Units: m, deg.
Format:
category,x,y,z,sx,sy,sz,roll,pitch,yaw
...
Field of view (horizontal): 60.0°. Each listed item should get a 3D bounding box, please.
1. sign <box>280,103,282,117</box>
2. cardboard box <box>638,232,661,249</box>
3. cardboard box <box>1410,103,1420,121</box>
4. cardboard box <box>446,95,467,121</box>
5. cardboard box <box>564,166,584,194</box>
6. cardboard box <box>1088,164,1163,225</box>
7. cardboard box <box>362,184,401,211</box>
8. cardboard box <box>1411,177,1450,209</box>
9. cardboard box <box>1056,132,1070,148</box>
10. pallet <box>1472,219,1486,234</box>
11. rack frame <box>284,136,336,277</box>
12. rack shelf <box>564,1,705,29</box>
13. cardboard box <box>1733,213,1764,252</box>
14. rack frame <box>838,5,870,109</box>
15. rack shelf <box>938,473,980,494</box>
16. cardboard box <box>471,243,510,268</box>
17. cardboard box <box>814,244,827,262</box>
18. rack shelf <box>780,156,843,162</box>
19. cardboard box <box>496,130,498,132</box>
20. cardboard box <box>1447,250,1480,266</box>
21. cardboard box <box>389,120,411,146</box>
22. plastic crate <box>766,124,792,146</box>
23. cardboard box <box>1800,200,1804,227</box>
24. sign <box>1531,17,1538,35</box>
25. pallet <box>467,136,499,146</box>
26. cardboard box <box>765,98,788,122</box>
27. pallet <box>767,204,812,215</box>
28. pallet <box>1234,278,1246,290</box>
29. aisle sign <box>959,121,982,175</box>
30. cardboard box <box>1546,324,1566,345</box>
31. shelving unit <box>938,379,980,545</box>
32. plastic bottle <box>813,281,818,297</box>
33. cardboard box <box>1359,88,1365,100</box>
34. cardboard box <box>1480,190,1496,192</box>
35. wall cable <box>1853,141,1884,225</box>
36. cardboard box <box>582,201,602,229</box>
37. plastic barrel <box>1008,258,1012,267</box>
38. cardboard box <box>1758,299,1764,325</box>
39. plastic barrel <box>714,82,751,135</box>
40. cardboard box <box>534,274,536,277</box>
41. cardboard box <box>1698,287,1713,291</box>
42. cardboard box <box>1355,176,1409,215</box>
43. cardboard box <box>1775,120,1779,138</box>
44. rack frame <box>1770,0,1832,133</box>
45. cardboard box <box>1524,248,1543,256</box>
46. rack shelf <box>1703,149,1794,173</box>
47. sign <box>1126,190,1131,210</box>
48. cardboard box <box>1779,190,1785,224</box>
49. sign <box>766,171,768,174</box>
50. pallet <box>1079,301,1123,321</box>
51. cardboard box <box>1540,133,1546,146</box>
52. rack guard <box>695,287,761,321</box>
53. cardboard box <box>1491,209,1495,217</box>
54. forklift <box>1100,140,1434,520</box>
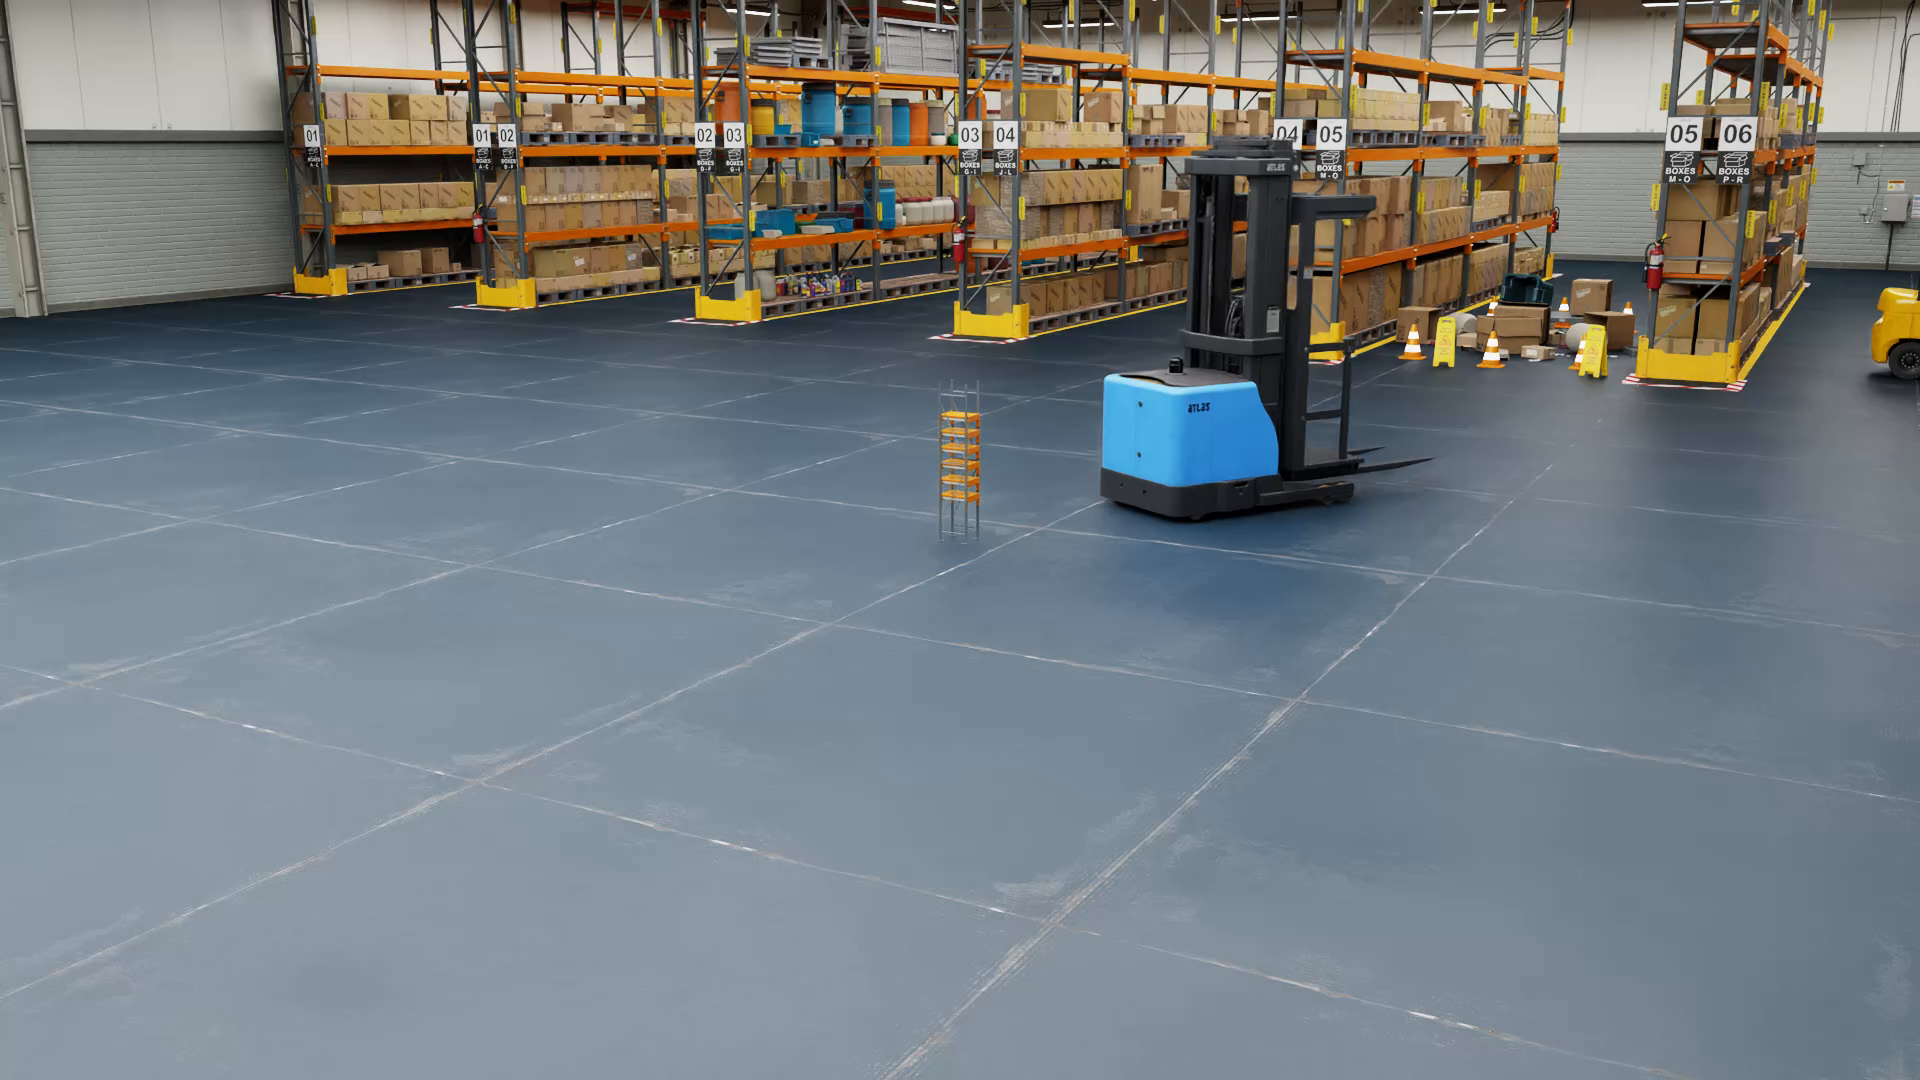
category,x,y,z,sx,sy,sz,roll,pitch,yaw
sign,-13.039,-8.240,32.022,0.100,0.325,0.005,7,15,28
cardboard box,-7.796,-7.400,40.517,0.750,0.750,0.750,7,15,28
cardboard box,6.659,-6.491,25.234,0.500,0.250,0.500,7,15,27
cardboard box,-10.634,-8.974,34.567,0.500,0.500,0.500,6,15,23
cardboard box,-7.470,-6.720,31.027,0.700,0.500,0.500,7,15,28
cardboard box,2.886,-6.064,29.111,1.000,1.000,1.000,7,15,28
cardboard box,-11.566,-6.855,33.245,0.500,0.500,0.500,7,15,26
cardboard box,7.891,-5.893,28.232,0.700,0.500,0.500,7,15,27
cardboard box,1.392,-6.263,26.032,0.500,0.250,0.500,7,15,28
pallet,8.857,-5.724,30.286,1.213,0.211,1.003,7,15,28
rack frame,-12.563,-6.284,32.200,1.000,3.000,0.127,7,15,28
rack shelf,-7.728,-12.518,39.702,1.077,0.370,4.000,7,15,28
cardboard box,10.568,-4.159,22.536,0.500,0.500,0.500,8,16,30
rack frame,-2.423,-11.102,39.384,1.000,3.000,0.127,7,15,28
rack shelf,-0.007,-0.420,12.419,0.258,0.103,0.180,7,15,28
cardboard box,-10.288,-6.256,36.479,0.700,0.500,0.500,8,16,30
cardboard box,-3.392,-6.635,38.050,0.500,0.500,0.500,7,15,27
rack shelf,-3.390,-8.884,38.118,1.077,0.370,4.000,7,15,28
cardboard box,-9.997,-8.953,36.165,0.500,0.311,0.500,8,16,30
cardboard box,9.151,-5.127,30.236,0.500,0.250,0.500,7,15,26
cardboard box,-11.403,-8.166,33.351,0.500,0.500,0.500,8,16,31
plastic crate,-3.232,-7.038,28.959,0.392,0.384,0.575,7,15,28
cardboard box,15.871,-6.259,31.882,0.500,0.500,0.500,7,15,28
sign,11.028,-9.866,31.924,0.100,0.325,0.005,7,15,28
pallet,-10.237,-8.586,35.750,1.213,0.211,1.003,7,15,28
cardboard box,-4.141,-9.447,36.571,0.500,0.500,0.500,7,15,28
pallet,-4.091,-7.419,37.315,1.213,0.211,1.003,7,15,28
pallet,5.351,-5.289,34.021,1.003,0.211,1.213,7,15,28
aisle sign,0.153,-5.886,25.000,0.394,0.787,0.004,7,15,28
cardboard box,8.782,-3.045,24.599,0.258,0.266,0.396,-3,14,-11
shelving unit,-0.007,-0.580,12.381,0.258,1.200,0.189,7,15,28
plastic bottle,-2.575,-4.456,29.500,0.097,0.271,0.097,0,14,0
cardboard box,5.301,-6.078,22.670,0.380,0.149,0.250,7,15,28
cardboard box,10.526,-6.804,33.509,0.500,0.500,0.500,7,15,28
wall cable,20.808,-8.255,38.209,0.588,1.984,0.122,7,15,28
cardboard box,-7.242,-6.185,31.573,0.700,0.500,0.500,8,16,30
plastic barrel,0.939,-6.258,36.502,0.421,0.512,0.421,0,14,0
cardboard box,11.650,-3.481,25.283,0.950,0.372,0.625,9,16,32
plastic barrel,-3.767,-7.147,27.566,0.600,0.830,0.708,7,15,28
cardboard box,-7.993,-4.839,31.174,0.500,0.250,0.500,7,15,28
cardboard box,10.032,-3.223,22.871,0.500,0.500,0.500,8,16,31
cardboard box,6.300,-5.239,25.239,0.875,0.550,0.550,7,15,28
cardboard box,11.076,-5.707,23.090,0.500,0.250,0.500,7,15,28
rack frame,16.855,-9.677,33.472,1.000,3.000,0.127,7,15,28
cardboard box,12.254,-6.158,35.594,0.380,0.149,0.250,7,15,27
rack shelf,12.021,-5.817,25.398,1.077,0.370,4.000,7,15,28
sign,2.858,-5.782,28.270,0.100,0.325,0.005,7,15,28
cardboard box,12.528,-5.181,25.879,0.500,0.500,0.500,6,15,24
sign,-5.311,-10.090,45.971,0.100,0.325,0.005,7,15,28
pallet,2.086,-3.924,28.359,1.003,0.211,1.213,7,15,28
cardboard box,11.753,-8.245,34.255,0.500,0.250,0.500,8,16,31
rack guard,-3.895,-3.967,27.924,1.175,0.500,0.348,7,15,28
cardboard box,9.894,-6.190,31.450,0.380,0.149,0.250,8,16,30
forklift,2.688,-1.812,13.797,3.031,2.935,1.130,-8,16,-30
